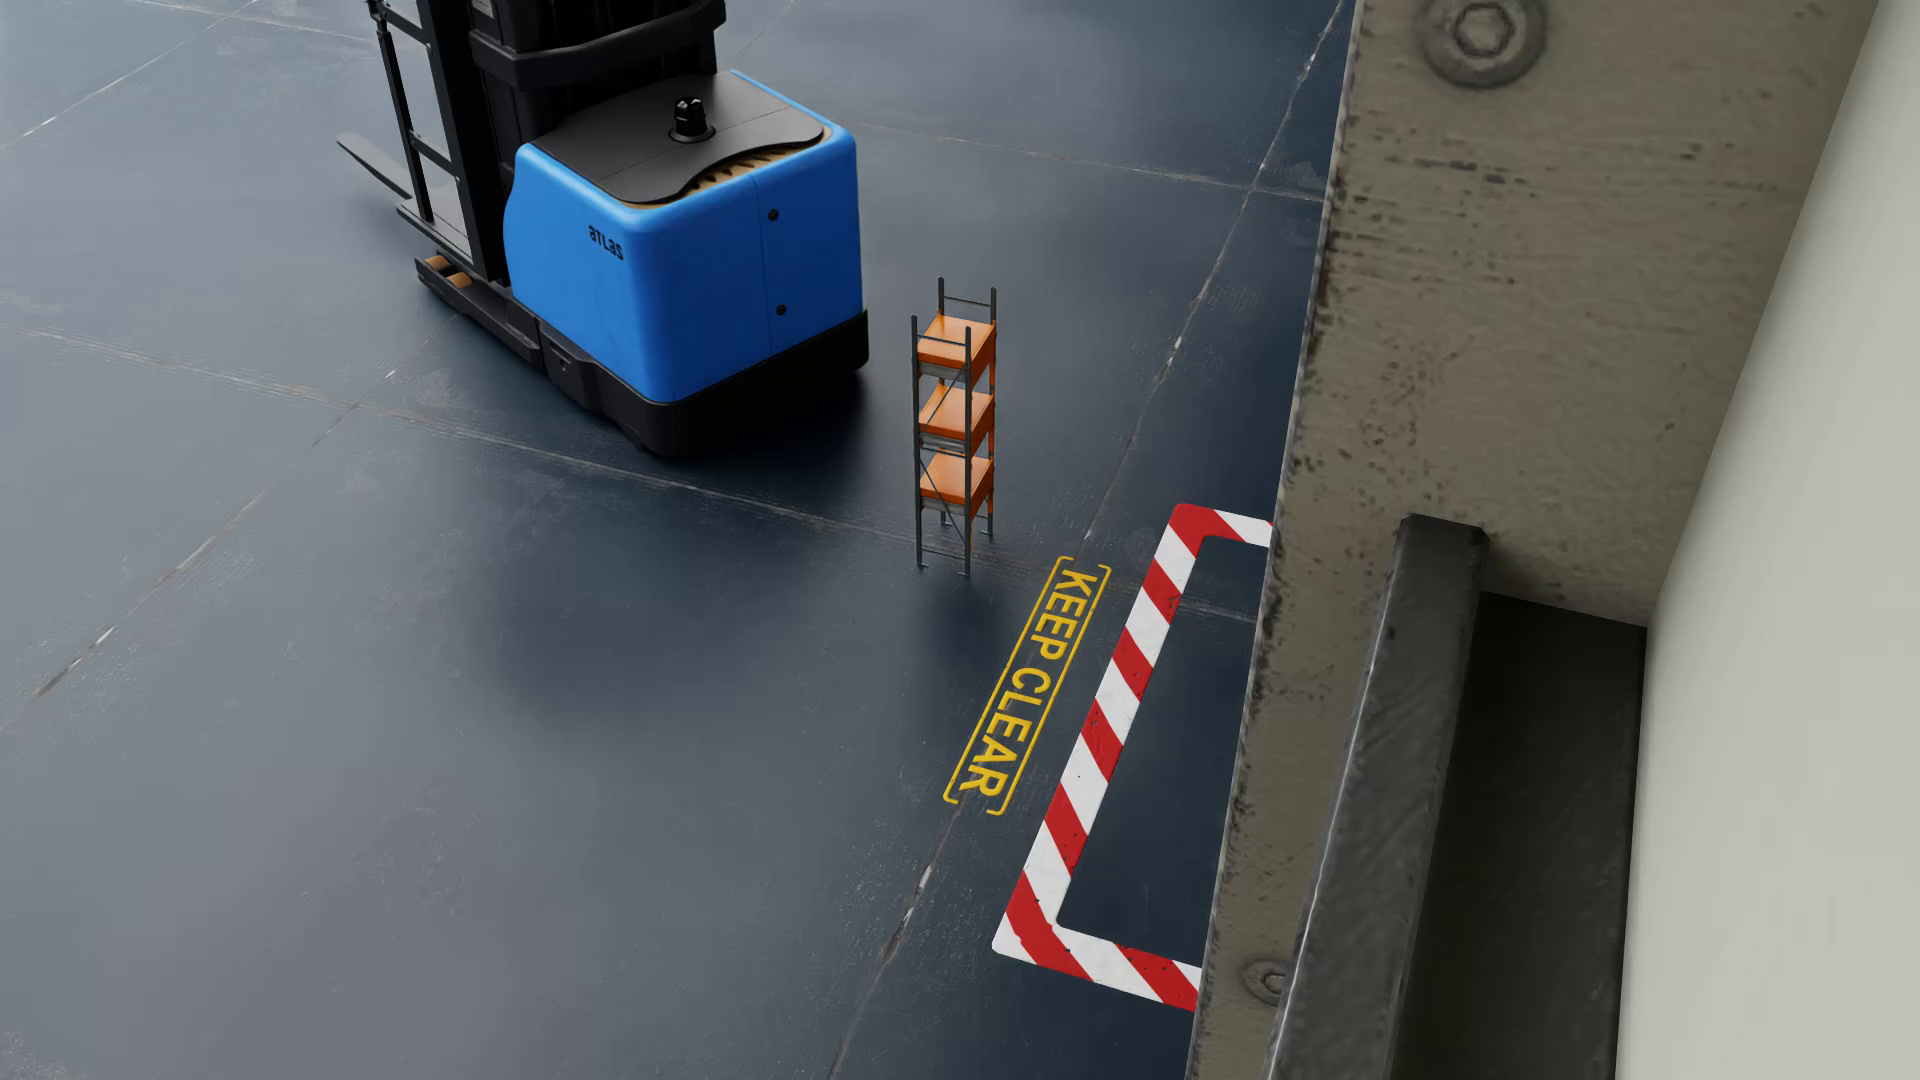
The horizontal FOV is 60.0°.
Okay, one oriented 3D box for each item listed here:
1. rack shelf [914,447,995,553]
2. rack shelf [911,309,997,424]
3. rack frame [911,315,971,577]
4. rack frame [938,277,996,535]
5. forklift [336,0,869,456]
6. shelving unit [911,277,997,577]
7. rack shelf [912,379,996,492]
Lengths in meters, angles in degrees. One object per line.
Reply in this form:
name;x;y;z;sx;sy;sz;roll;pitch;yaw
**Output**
rack shelf;-0.018;-0.147;5.870;0.215;0.259;0.240;13;42;15
rack shelf;-0.018;-0.575;5.505;0.215;0.259;0.240;13;42;15
rack frame;-0.060;-0.292;5.595;0.200;1.050;0.008;13;42;15
rack frame;0.023;-0.441;5.770;0.200;1.050;0.008;13;42;15
forklift;-1.736;-2.306;6.506;1.130;2.935;3.031;-31;49;-31
shelving unit;-0.018;-0.367;5.683;0.215;1.050;0.252;13;42;15
rack shelf;-0.018;-0.359;5.689;0.215;0.259;0.240;13;42;15
